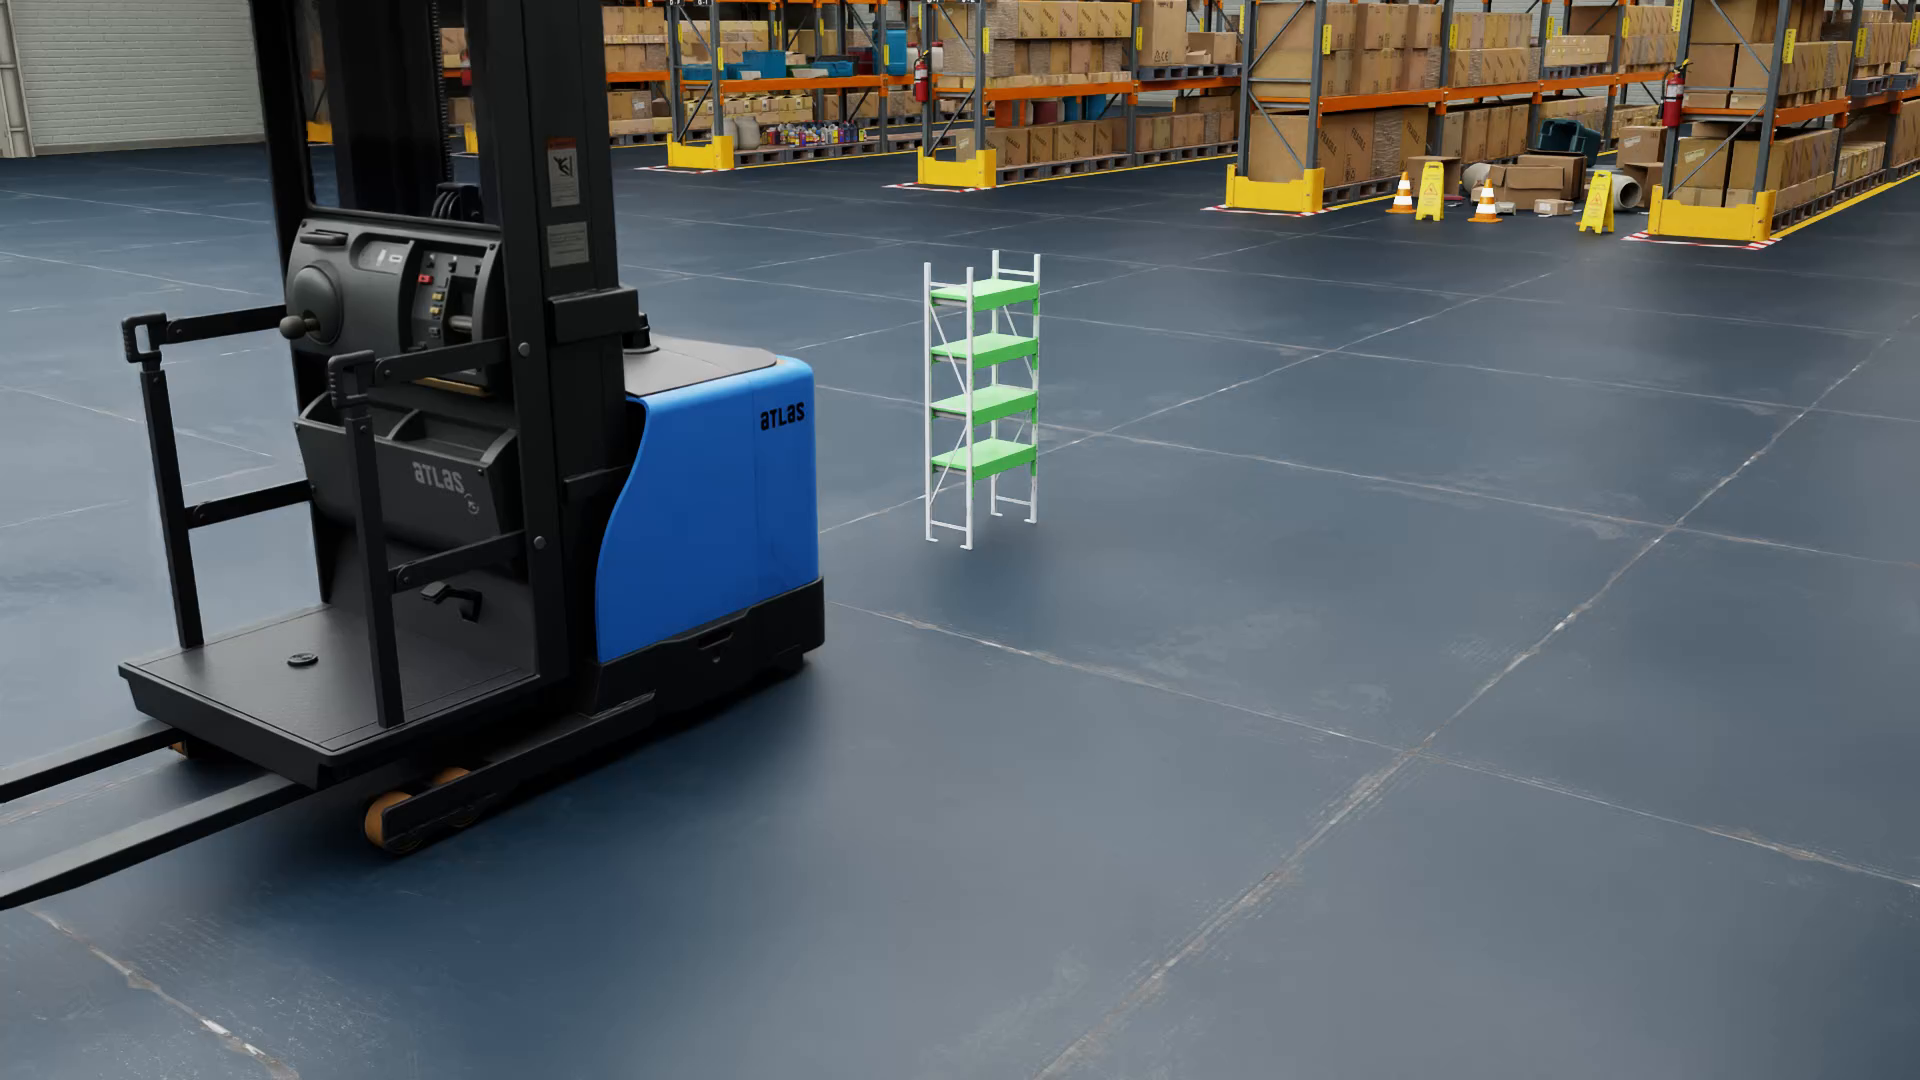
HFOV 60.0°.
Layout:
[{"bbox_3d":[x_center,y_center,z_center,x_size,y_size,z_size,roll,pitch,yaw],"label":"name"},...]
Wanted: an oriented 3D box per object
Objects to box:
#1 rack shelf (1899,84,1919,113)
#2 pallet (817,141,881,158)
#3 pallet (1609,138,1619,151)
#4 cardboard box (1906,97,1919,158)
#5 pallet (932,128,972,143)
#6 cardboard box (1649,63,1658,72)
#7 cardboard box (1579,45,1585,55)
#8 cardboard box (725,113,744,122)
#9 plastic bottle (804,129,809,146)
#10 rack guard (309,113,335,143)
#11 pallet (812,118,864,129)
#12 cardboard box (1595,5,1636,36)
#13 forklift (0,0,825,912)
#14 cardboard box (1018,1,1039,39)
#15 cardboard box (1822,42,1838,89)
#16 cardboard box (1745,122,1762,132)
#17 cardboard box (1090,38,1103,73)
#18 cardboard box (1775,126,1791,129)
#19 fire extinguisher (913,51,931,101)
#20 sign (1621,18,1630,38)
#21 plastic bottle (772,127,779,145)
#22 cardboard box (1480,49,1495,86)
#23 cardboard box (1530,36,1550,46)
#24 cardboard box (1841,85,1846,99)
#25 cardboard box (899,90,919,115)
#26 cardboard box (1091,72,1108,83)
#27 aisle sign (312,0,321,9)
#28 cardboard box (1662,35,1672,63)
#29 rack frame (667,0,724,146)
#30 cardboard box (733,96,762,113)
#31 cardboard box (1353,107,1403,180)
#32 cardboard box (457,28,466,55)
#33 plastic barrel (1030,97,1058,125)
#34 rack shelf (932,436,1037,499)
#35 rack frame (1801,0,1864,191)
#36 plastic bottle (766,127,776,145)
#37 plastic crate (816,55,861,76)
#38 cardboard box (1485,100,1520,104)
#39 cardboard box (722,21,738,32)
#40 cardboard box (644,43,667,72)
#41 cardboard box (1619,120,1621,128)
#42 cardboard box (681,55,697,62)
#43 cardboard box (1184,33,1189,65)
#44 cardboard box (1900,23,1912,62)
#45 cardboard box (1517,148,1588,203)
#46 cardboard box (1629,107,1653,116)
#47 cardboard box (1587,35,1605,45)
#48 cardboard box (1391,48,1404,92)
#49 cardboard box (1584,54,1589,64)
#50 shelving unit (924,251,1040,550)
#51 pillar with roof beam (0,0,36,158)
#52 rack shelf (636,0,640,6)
[{"bbox_3d":[13.825,-6.670,24.877,1.077,0.370,4.000,12,21,35],"label":"rack shelf"},{"bbox_3d":[-2.120,-6.726,28.548,1.003,0.211,1.213,12,21,35],"label":"pallet"},{"bbox_3d":[11.353,-7.175,29.992,1.003,0.211,1.213,12,21,35],"label":"pallet"},{"bbox_3d":[14.180,-6.297,25.339,0.875,0.875,0.875,13,22,36],"label":"cardboard box"},{"bbox_3d":[0.204,-7.654,31.535,1.003,0.211,1.213,12,21,35],"label":"pallet"},{"bbox_3d":[12.768,-8.808,30.973,0.380,0.149,0.250,11,21,32],"label":"cardboard box"},{"bbox_3d":[10.120,-8.119,27.543,0.380,0.149,0.250,13,21,35],"label":"cardboard box"},{"bbox_3d":[-4.611,-8.272,32.751,0.500,0.250,0.500,12,21,33],"label":"cardboard box"},{"bbox_3d":[-2.535,-6.623,27.373,0.097,0.271,0.097,0,17,0],"label":"plastic bottle"},{"bbox_3d":[-11.981,-7.833,31.624,1.175,0.500,0.348,12,21,35],"label":"rack guard"},{"bbox_3d":[-2.804,-8.879,35.480,1.003,0.211,1.213,12,21,35],"label":"pallet"},{"bbox_3d":[11.446,-9.072,29.044,0.500,0.500,0.500,13,22,36],"label":"cardboard box"},{"bbox_3d":[-1.758,-0.714,4.600,1.130,2.935,3.031,12,21,35],"label":"forklift"},{"bbox_3d":[0.758,-7.251,23.178,0.500,0.500,0.500,12,21,35],"label":"cardboard box"},{"bbox_3d":[9.578,-5.376,18.828,0.500,0.500,0.500,13,22,36],"label":"cardboard box"},{"bbox_3d":[9.096,-4.840,19.342,0.380,0.149,0.250,14,22,38],"label":"cardboard box"},{"bbox_3d":[1.647,-7.316,25.075,0.875,0.500,0.500,12,21,35],"label":"cardboard box"},{"bbox_3d":[9.682,-4.737,20.104,0.500,0.500,0.500,14,22,37],"label":"cardboard box"},{"bbox_3d":[-0.530,-6.400,22.925,0.296,0.674,0.183,12,21,35],"label":"fire extinguisher"},{"bbox_3d":[11.429,-8.796,28.559,0.100,0.325,0.005,12,21,35],"label":"sign"},{"bbox_3d":[-3.069,-6.722,27.671,0.061,0.283,0.133,12,21,35],"label":"plastic bottle"},{"bbox_3d":[7.344,-6.799,23.913,0.500,0.500,0.500,12,21,34],"label":"cardboard box"},{"bbox_3d":[9.031,-7.829,26.110,0.380,0.149,0.250,12,21,35],"label":"cardboard box"},{"bbox_3d":[10.303,-5.334,19.786,0.380,0.149,0.250,12,21,34],"label":"cardboard box"},{"bbox_3d":[-1.261,-9.724,36.973,0.500,0.500,0.500,13,21,35],"label":"cardboard box"},{"bbox_3d":[1.986,-6.926,24.913,0.380,0.149,0.250,12,21,35],"label":"cardboard box"},{"bbox_3d":[-11.828,-10.180,30.584,0.394,0.787,0.004,12,21,35],"label":"aisle sign"},{"bbox_3d":[12.992,-9.209,31.169,0.500,0.500,0.500,12,21,34],"label":"cardboard box"},{"bbox_3d":[-4.070,-7.258,25.558,1.000,3.000,0.127,12,21,35],"label":"rack frame"},{"bbox_3d":[-4.301,-8.663,33.065,0.500,0.311,0.500,13,22,36],"label":"cardboard box"},{"bbox_3d":[5.250,-5.268,22.024,0.875,0.875,0.875,13,21,35],"label":"cardboard box"},{"bbox_3d":[-9.969,-9.970,33.247,0.500,0.500,0.500,12,21,34],"label":"cardboard box"},{"bbox_3d":[1.648,-8.601,33.240,0.600,0.588,0.708,12,21,35],"label":"plastic barrel"},{"bbox_3d":[0.099,-0.322,7.283,0.258,0.148,0.480,12,21,35],"label":"rack shelf"},{"bbox_3d":[10.250,-5.584,20.168,1.000,3.000,0.127,12,21,35],"label":"rack frame"},{"bbox_3d":[-3.155,-6.737,27.732,0.152,0.276,0.135,13,21,35],"label":"plastic bottle"},{"bbox_3d":[-2.100,-8.079,28.306,0.767,0.338,0.504,12,21,35],"label":"plastic crate"},{"bbox_3d":[8.795,-6.962,26.846,0.500,0.250,0.500,12,21,33],"label":"cardboard box"},{"bbox_3d":[-5.565,-12.026,38.944,0.500,0.250,0.500,13,21,36],"label":"cardboard box"},{"bbox_3d":[-5.922,-9.028,31.088,0.700,0.500,0.500,12,21,33],"label":"cardboard box"},{"bbox_3d":[11.649,-7.492,29.908,0.380,0.149,0.250,12,21,34],"label":"cardboard box"},{"bbox_3d":[-5.286,-9.265,32.246,0.396,0.266,0.258,12,21,33],"label":"cardboard box"},{"bbox_3d":[3.250,-8.015,27.112,0.797,0.503,0.637,15,23,40],"label":"cardboard box"},{"bbox_3d":[12.586,-6.770,22.608,0.500,0.500,0.500,12,21,33],"label":"cardboard box"},{"bbox_3d":[7.431,-4.594,20.960,0.797,0.637,0.503,12,21,35],"label":"cardboard box"},{"bbox_3d":[12.684,-7.987,31.002,0.380,0.149,0.250,13,22,37],"label":"cardboard box"},{"bbox_3d":[10.739,-8.511,28.304,0.380,0.149,0.250,12,21,33],"label":"cardboard box"},{"bbox_3d":[5.279,-6.174,21.814,0.875,0.550,0.550,12,21,35],"label":"cardboard box"},{"bbox_3d":[10.289,-8.043,27.803,0.380,0.149,0.250,11,21,32],"label":"cardboard box"},{"bbox_3d":[0.099,-0.612,7.193,0.258,1.200,0.503,12,21,35],"label":"shelving unit"},{"bbox_3d":[-12.421,-10.003,24.283,9.100,9.000,0.400,12,21,35],"label":"pillar with roof beam"},{"bbox_3d":[-6.854,-9.699,29.575,1.077,0.370,4.000,12,21,35],"label":"rack shelf"}]
